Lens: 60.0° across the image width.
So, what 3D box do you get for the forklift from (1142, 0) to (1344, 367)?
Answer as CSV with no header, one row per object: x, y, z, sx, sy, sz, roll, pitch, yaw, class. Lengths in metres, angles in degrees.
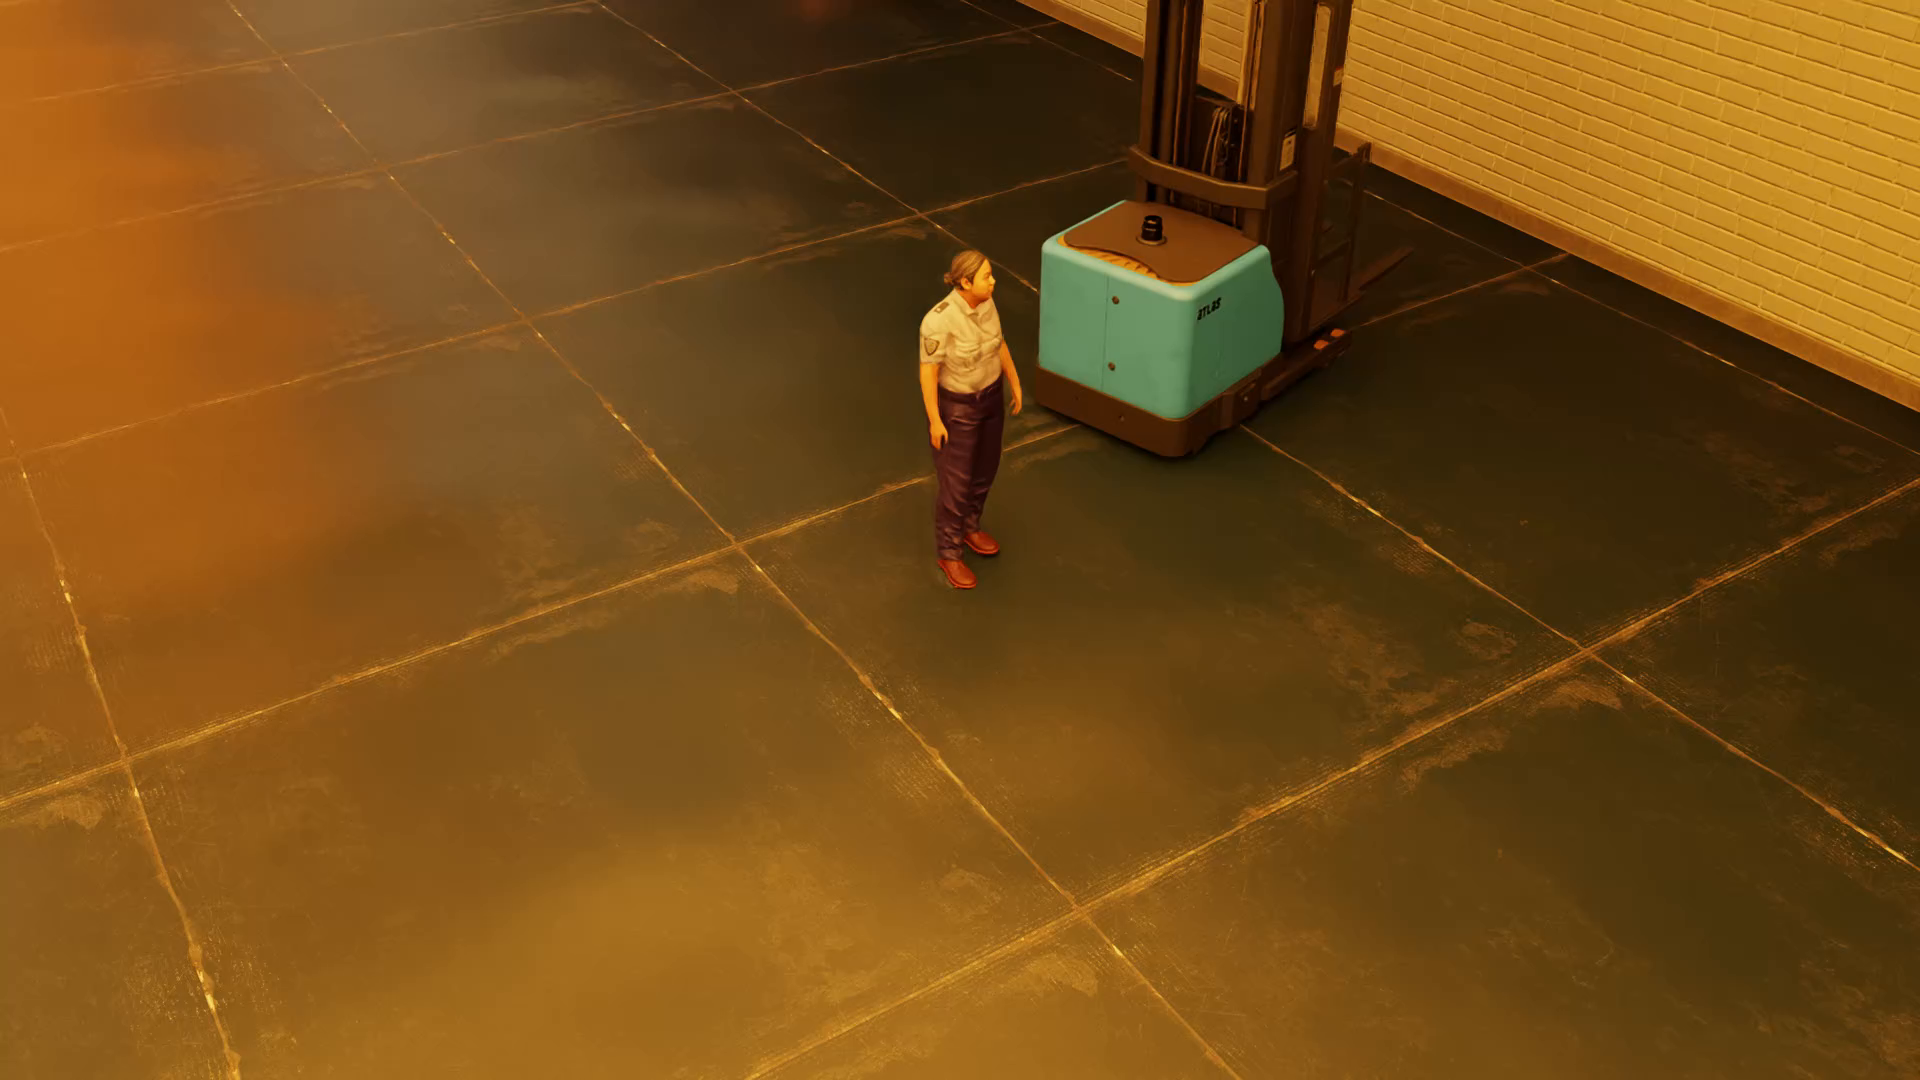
1.785,-2.427,9.602,1.121,2.935,3.031,26,43,32,forklift

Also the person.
0.070,-0.629,8.165,0.438,1.649,0.647,24,42,30,person
